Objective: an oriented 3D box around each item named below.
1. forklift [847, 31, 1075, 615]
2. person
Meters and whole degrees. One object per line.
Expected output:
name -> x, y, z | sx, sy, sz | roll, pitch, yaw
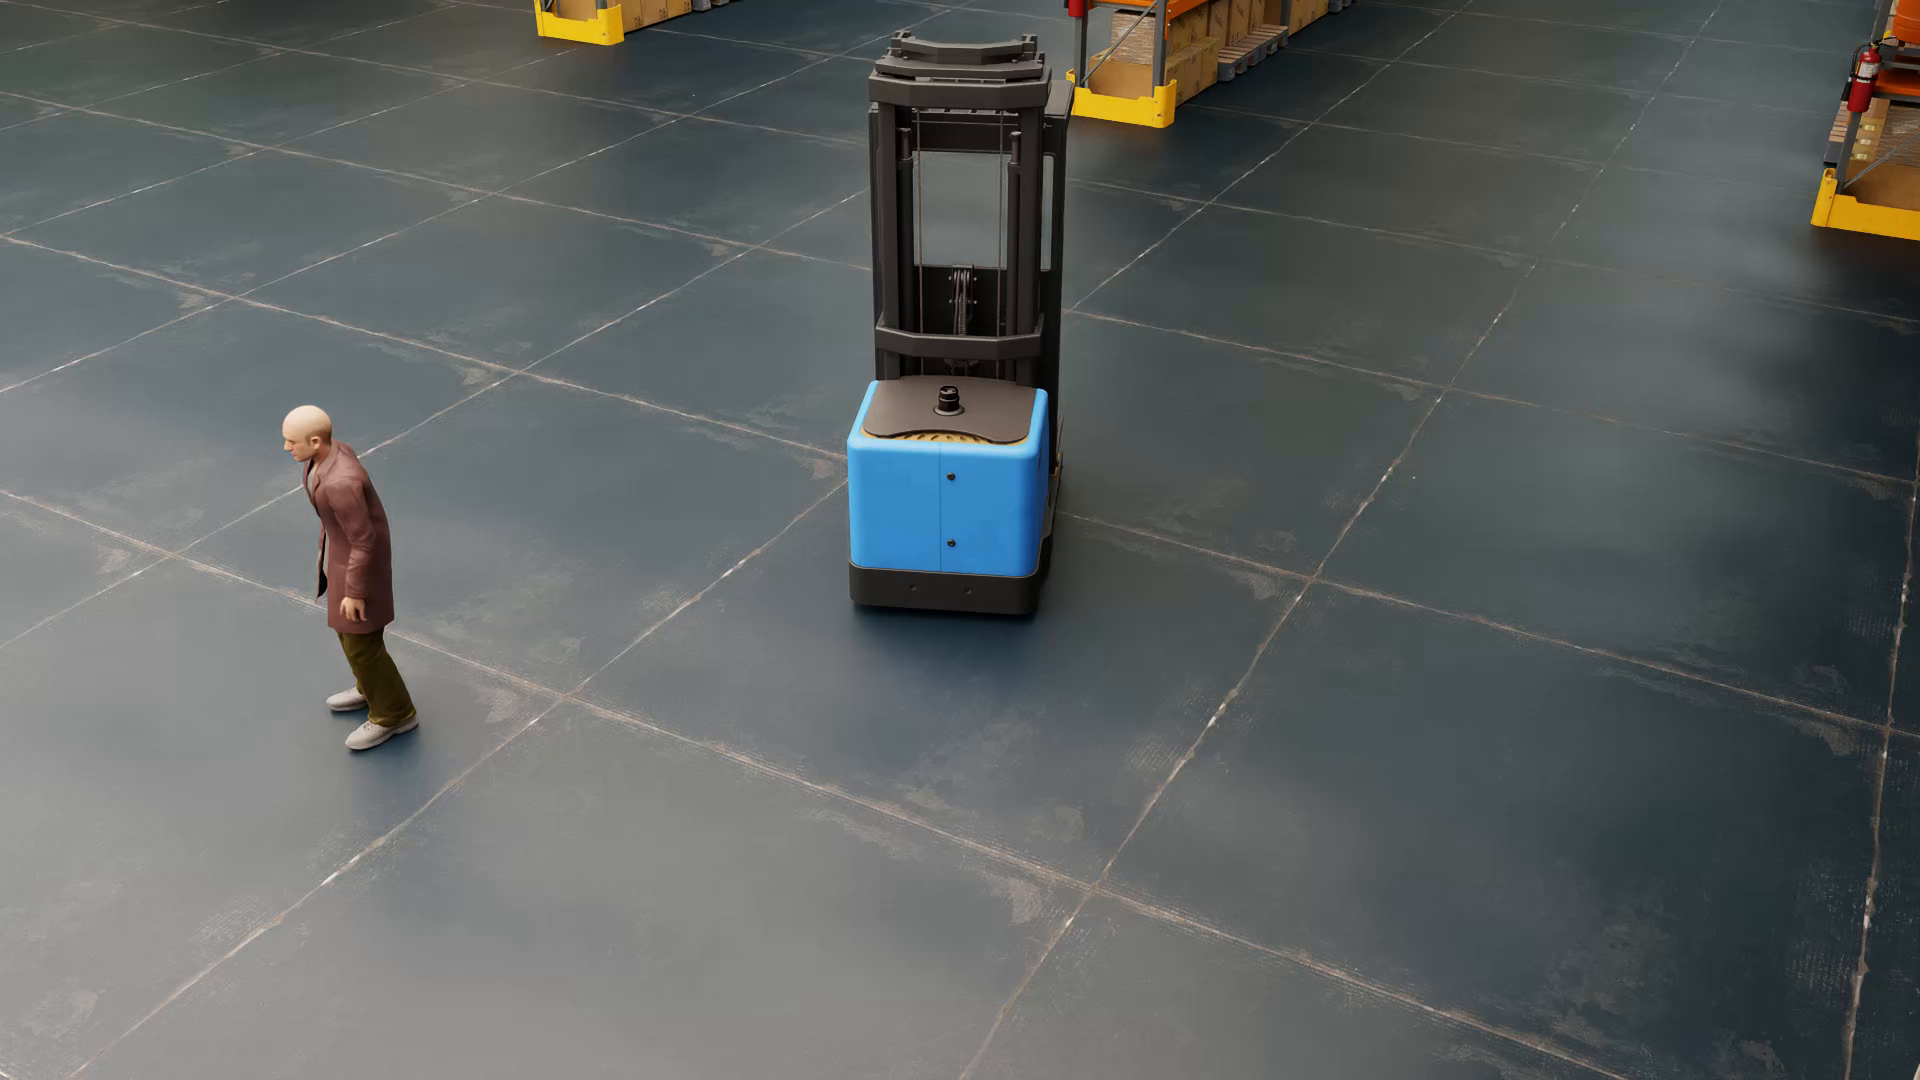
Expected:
forklift -> 0.072, -1.572, 9.794 | 1.130, 2.935, 3.031 | 3, 30, 6
person -> -2.925, 0.151, 7.965 | 0.422, 1.774, 0.642 | -16, 34, -26
